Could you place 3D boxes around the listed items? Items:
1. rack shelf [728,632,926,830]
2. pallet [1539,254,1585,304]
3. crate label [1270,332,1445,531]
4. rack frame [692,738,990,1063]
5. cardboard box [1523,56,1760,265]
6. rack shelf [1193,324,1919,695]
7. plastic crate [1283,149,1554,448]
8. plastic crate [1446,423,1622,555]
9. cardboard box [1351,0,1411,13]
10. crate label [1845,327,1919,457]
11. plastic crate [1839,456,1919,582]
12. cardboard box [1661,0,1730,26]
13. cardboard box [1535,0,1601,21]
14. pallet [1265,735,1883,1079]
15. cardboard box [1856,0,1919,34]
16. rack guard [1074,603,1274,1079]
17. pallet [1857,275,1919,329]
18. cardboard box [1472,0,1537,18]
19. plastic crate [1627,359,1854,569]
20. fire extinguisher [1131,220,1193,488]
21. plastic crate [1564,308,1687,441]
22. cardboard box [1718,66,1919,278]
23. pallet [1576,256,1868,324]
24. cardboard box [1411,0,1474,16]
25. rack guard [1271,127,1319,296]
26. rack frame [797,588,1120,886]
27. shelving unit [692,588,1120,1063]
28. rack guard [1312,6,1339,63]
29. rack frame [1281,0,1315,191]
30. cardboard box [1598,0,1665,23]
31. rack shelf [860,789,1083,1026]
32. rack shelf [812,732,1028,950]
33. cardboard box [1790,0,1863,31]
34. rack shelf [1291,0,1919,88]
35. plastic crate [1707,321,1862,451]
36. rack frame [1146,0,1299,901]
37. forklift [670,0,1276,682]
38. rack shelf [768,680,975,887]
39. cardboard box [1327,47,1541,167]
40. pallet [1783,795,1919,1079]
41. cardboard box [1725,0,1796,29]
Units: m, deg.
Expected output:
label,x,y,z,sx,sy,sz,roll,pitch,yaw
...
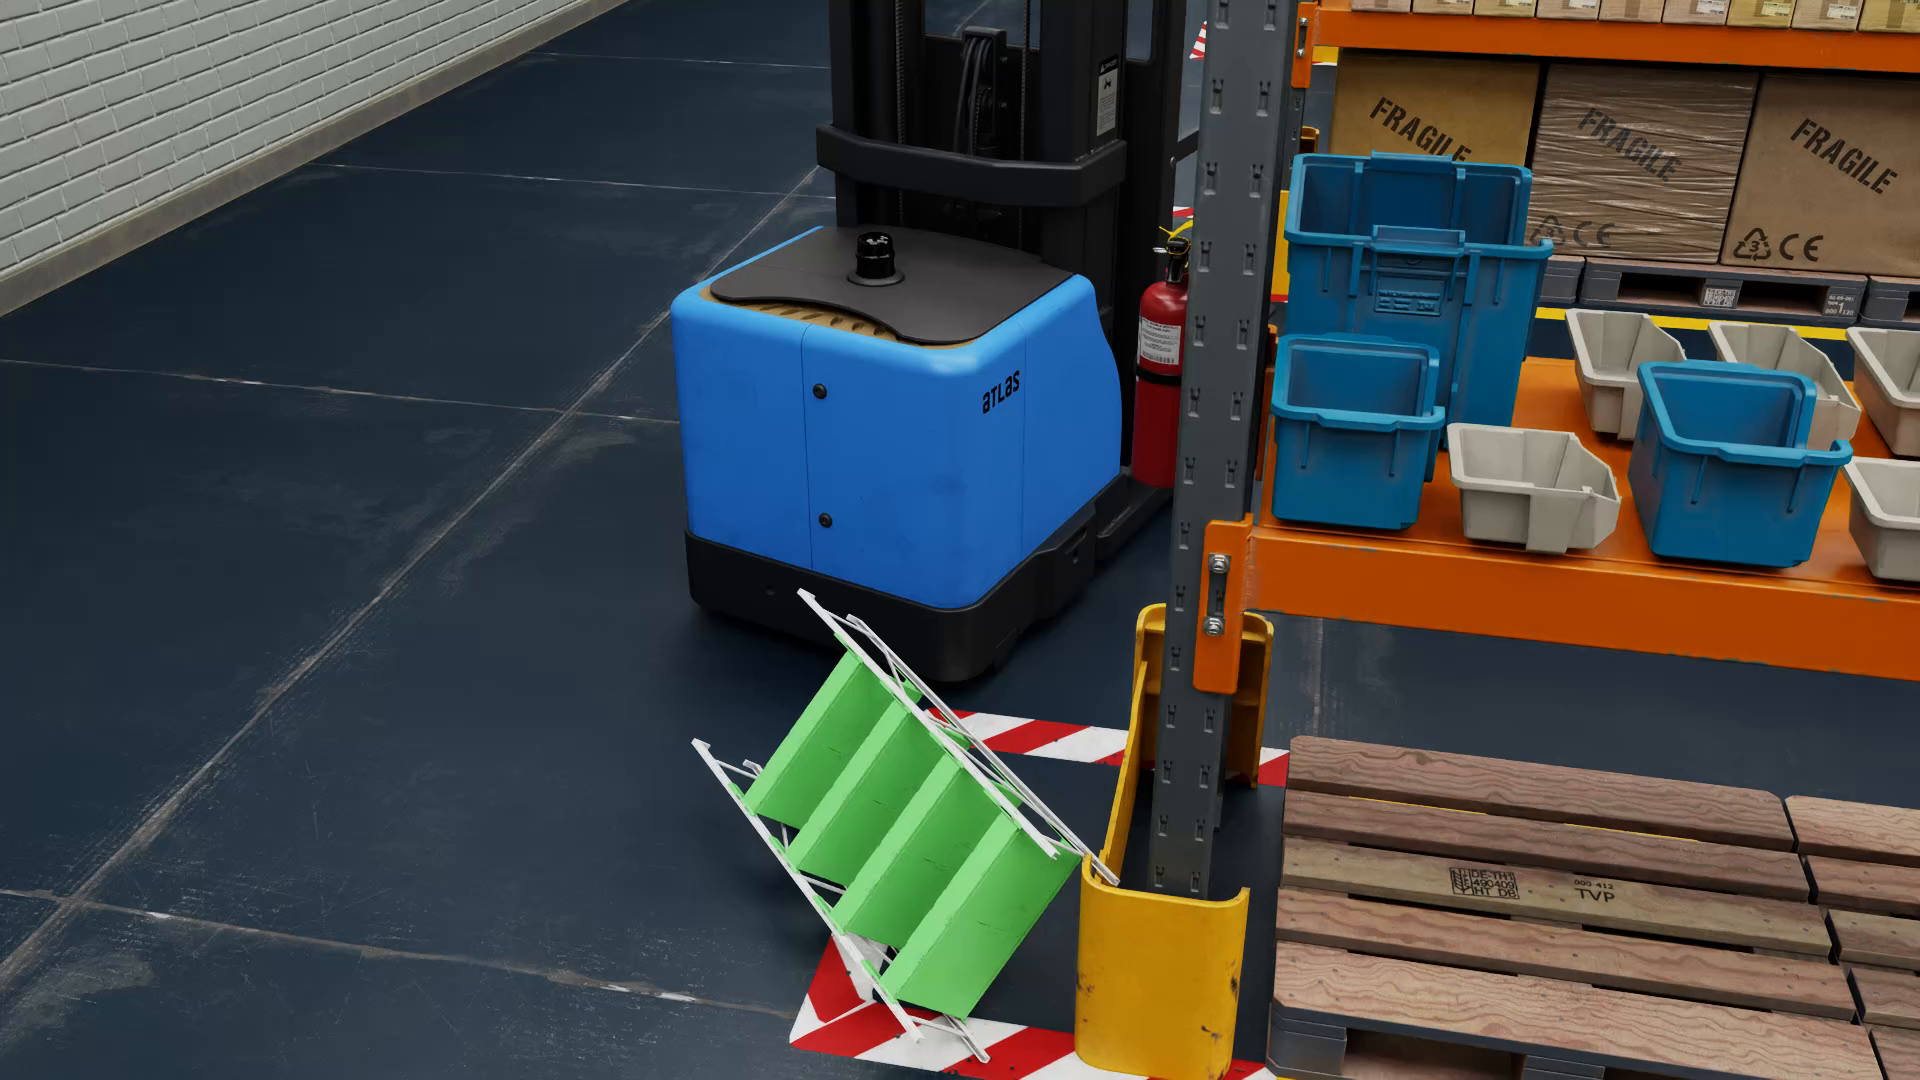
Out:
label,x,y,z,sx,sy,sz,roll,pitch,yaw
rack shelf,-0.335,0.505,4.221,0.258,0.480,0.148,31,6,-42
pallet,2.390,-1.486,8.245,1.213,0.211,1.003,6,29,11
crate label,0.730,-0.200,3.104,0.303,0.233,0.416,6,29,11
rack frame,-0.320,0.836,4.014,0.240,0.015,1.200,31,6,-42
cardboard box,3.124,-1.887,7.849,0.875,0.875,0.875,6,29,11
rack shelf,2.513,0.089,3.212,4.000,0.370,1.077,6,29,11
plastic crate,0.924,-0.523,3.482,0.499,0.435,0.616,6,29,11
plastic crate,1.027,-0.087,2.997,0.298,0.136,0.250,6,29,11
cardboard box,1.870,-2.452,7.367,0.250,0.149,0.380,6,29,11
crate label,1.951,-0.288,3.365,0.243,0.136,0.396,6,29,11
plastic crate,1.690,-0.019,2.873,0.298,0.136,0.250,6,29,11
cardboard box,3.128,-2.324,7.133,0.250,0.149,0.380,6,29,10
cardboard box,2.627,-2.376,7.228,0.250,0.149,0.380,5,29,10
pallet,1.356,0.897,3.891,1.213,0.211,1.003,6,29,11
cardboard box,3.880,-2.247,6.992,0.250,0.149,0.380,5,29,10
rack guard,0.531,0.673,3.999,0.348,0.500,1.175,6,29,11
pallet,4.776,-1.241,7.798,1.213,0.211,1.003,6,29,11
cardboard box,2.372,-2.401,7.274,0.250,0.149,0.380,5,29,9
plastic crate,1.374,-0.134,2.983,0.300,0.233,0.416,6,29,11
fire extinguisher,0.505,-0.458,3.931,0.183,0.674,0.296,6,29,11
plastic crate,1.393,-0.341,3.461,0.243,0.136,0.396,6,29,11
cardboard box,3.995,-1.798,7.686,0.875,0.875,0.875,6,29,11
pallet,3.580,-1.363,8.019,1.213,0.211,1.003,6,29,11
cardboard box,2.121,-2.427,7.321,0.250,0.149,0.380,5,29,10
rack guard,1.568,-1.659,8.259,0.348,0.500,1.175,6,29,11
rack frame,-0.038,0.439,3.977,0.240,0.015,1.200,31,6,-42
shelving unit,-0.179,0.637,3.995,0.258,0.503,1.200,31,6,-42
rack guard,2.801,-3.968,12.477,0.348,0.500,1.175,6,29,11
rack frame,1.592,-2.753,7.654,0.127,3.000,1.000,6,29,11
cardboard box,2.875,-2.350,7.180,0.250,0.149,0.380,5,29,10
rack shelf,0.034,0.818,3.687,0.258,0.480,0.148,31,6,-42
rack shelf,-0.089,0.714,3.865,0.258,0.480,0.148,31,6,-42
cardboard box,3.632,-2.273,7.040,0.250,0.149,0.380,6,29,11
rack shelf,3.548,-2.237,7.461,4.000,0.370,1.077,6,29,11
plastic crate,1.673,-0.305,3.395,0.243,0.136,0.396,6,29,11
rack frame,0.558,-0.427,3.406,0.127,3.000,1.000,6,29,11
forklift,0.310,-1.545,5.520,1.130,2.935,3.031,15,32,26
rack shelf,-0.212,0.610,4.043,0.258,0.480,0.148,31,6,-42
cardboard box,2.234,-1.978,8.015,0.875,0.875,0.875,6,29,11
pallet,2.545,1.021,3.666,1.213,0.211,1.003,6,29,11
cardboard box,3.375,-2.298,7.086,0.250,0.149,0.380,5,29,9
